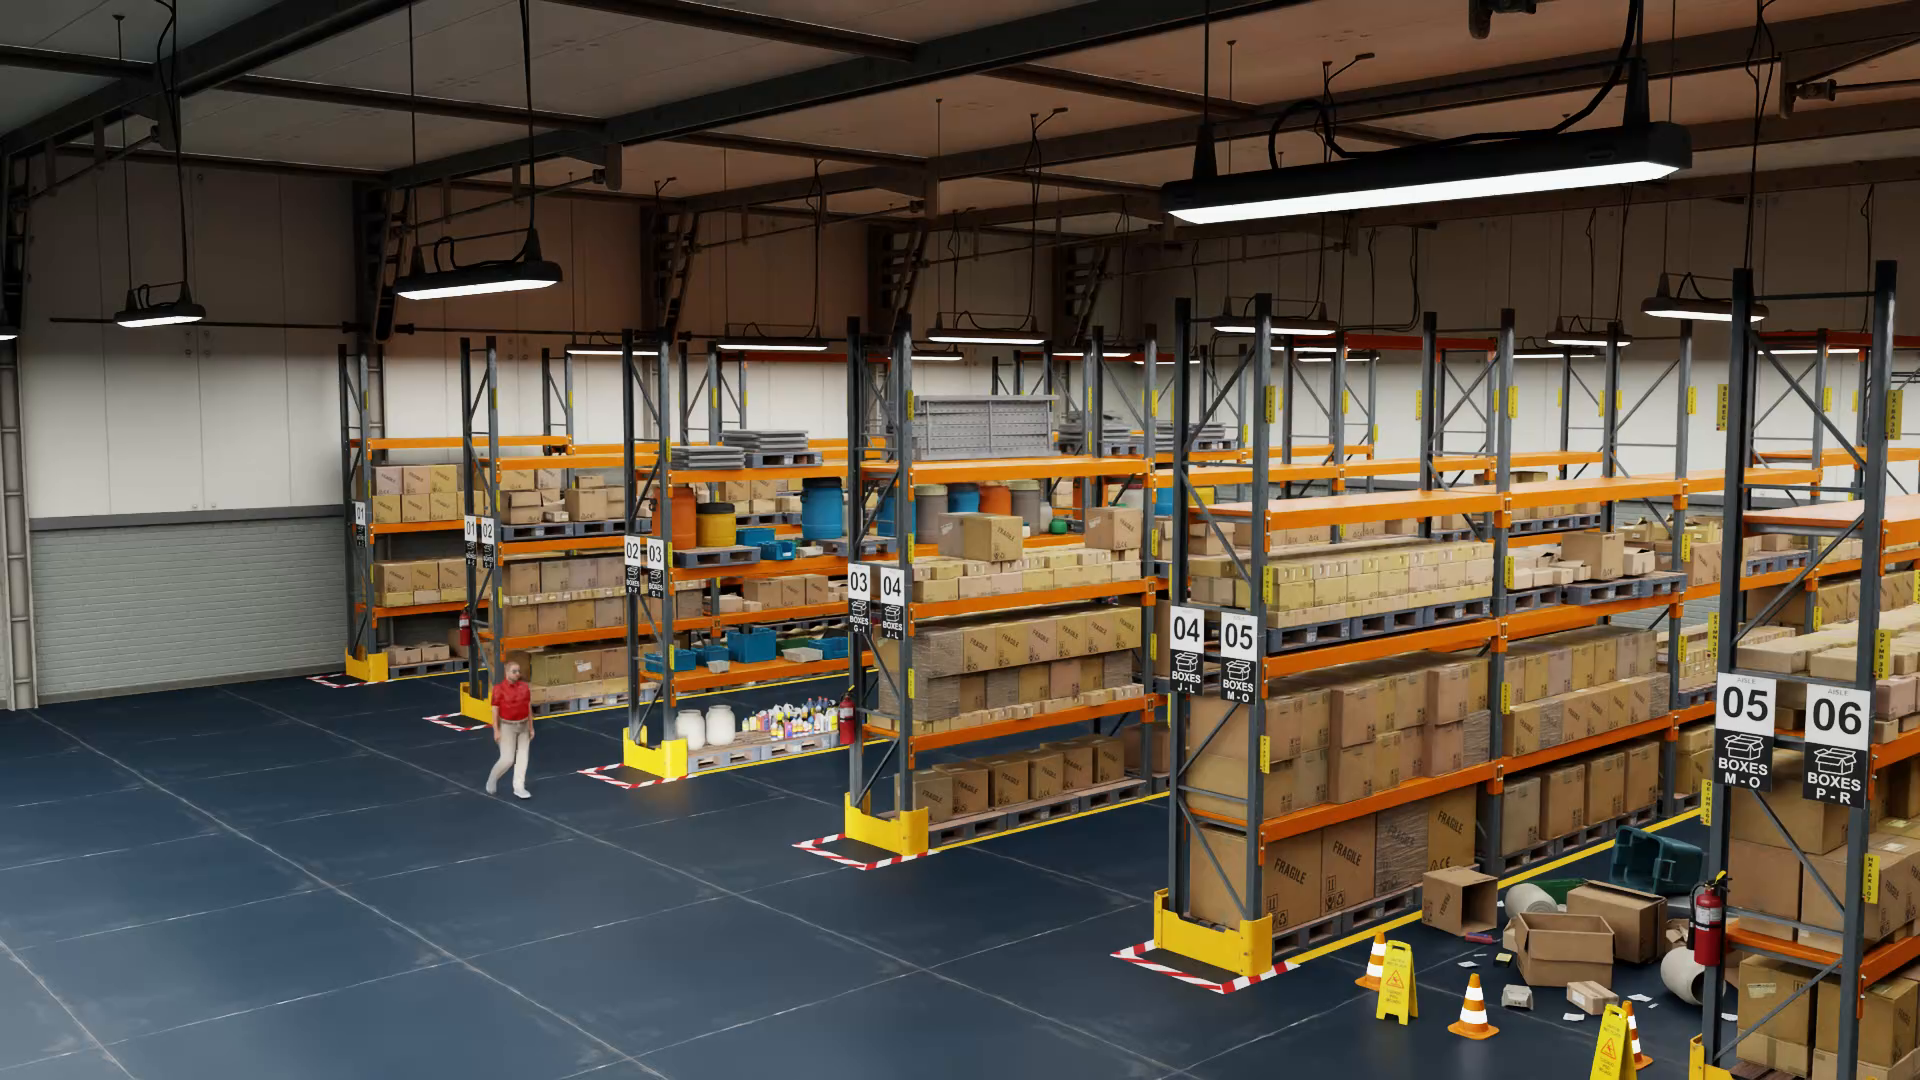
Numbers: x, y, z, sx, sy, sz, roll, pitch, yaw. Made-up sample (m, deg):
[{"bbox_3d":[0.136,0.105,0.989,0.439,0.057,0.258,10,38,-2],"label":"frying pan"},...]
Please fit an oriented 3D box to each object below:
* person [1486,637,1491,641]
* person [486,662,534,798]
[{"bbox_3d":[7.661,2.205,23.928,0.500,1.718,0.373,2,6,22],"label":"person"},{"bbox_3d":[-5.681,2.399,21.108,0.527,1.718,0.552,4,7,41],"label":"person"}]
